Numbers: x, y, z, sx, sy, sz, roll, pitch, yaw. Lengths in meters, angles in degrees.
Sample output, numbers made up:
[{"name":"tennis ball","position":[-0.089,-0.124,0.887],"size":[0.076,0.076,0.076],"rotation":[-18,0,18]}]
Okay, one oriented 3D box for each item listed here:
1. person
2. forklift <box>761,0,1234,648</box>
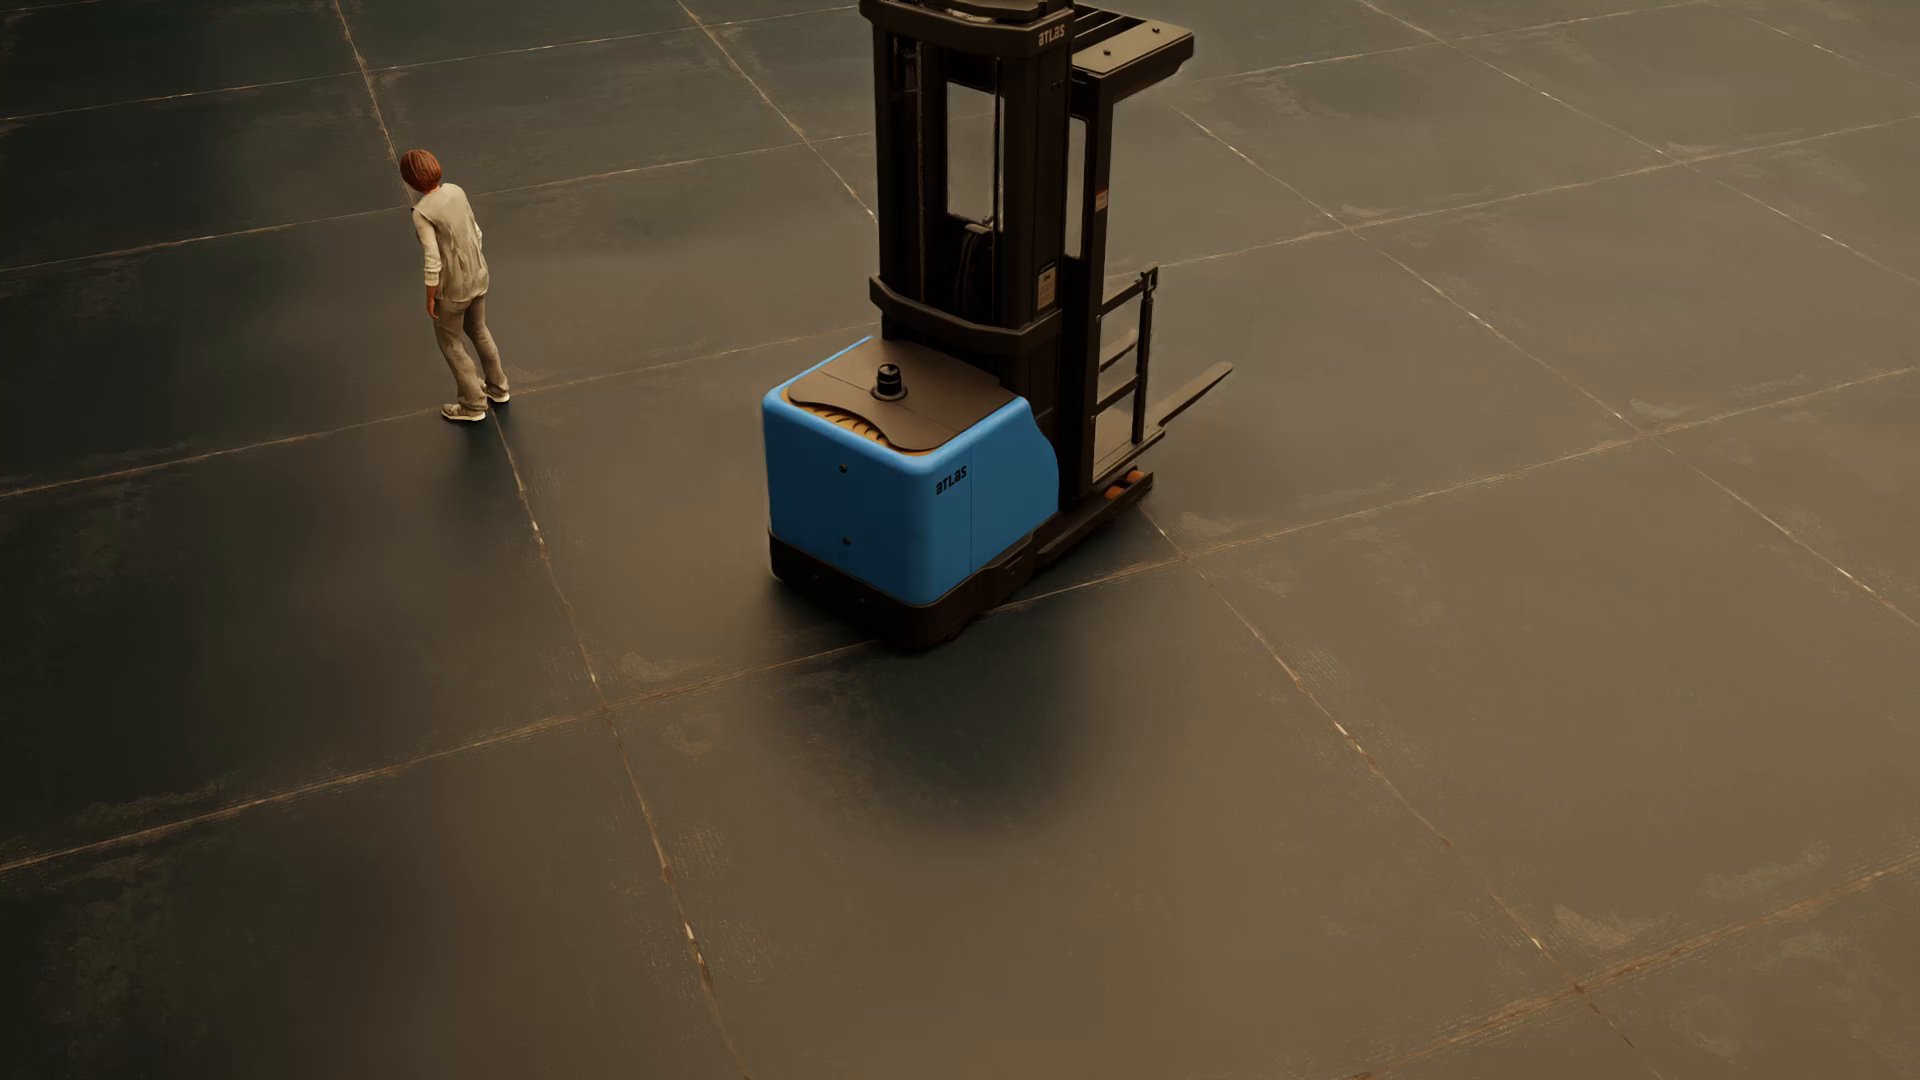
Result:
[{"name":"person","position":[-2.799,-1.405,9.231],"size":[0.347,1.592,0.473],"rotation":[14,38,19]},{"name":"forklift","position":[0.379,-1.477,8.176],"size":[1.130,2.935,3.031],"rotation":[25,43,31]}]
